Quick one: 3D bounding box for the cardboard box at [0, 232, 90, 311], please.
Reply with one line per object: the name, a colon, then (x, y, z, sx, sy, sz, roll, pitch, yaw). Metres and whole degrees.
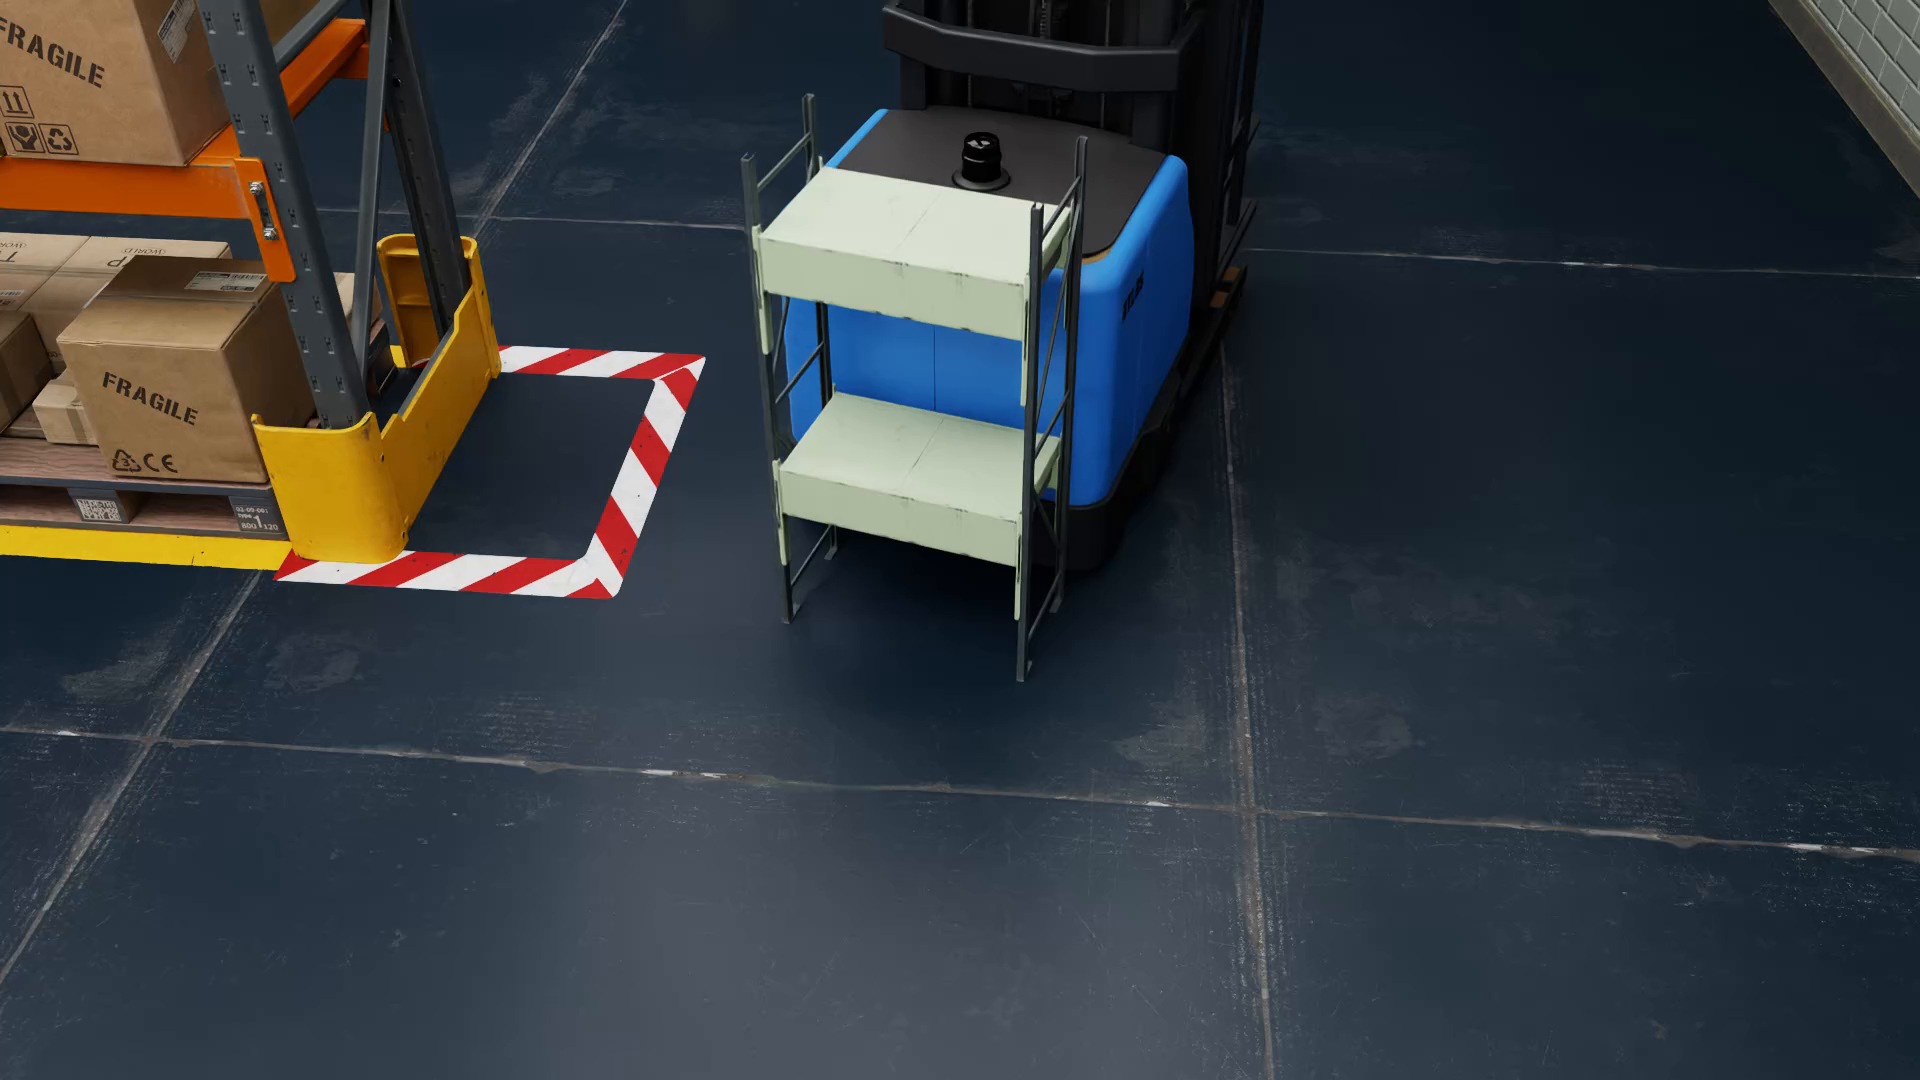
cardboard box: (-3.311, -0.825, 5.717, 0.500, 0.250, 0.500, 3, 39, 4)

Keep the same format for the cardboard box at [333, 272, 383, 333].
cardboard box: (-2.185, -0.762, 5.720, 0.250, 0.149, 0.380, 3, 39, 4)

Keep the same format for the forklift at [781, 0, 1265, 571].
forklift: (0.448, -1.978, 5.358, 1.130, 2.935, 3.031, 13, 41, 16)

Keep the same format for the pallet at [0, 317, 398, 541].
pallet: (-2.667, -0.424, 5.603, 1.213, 0.211, 1.003, 3, 39, 4)

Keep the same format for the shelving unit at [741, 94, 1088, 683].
shelving unit: (-0.106, -0.371, 4.518, 0.755, 1.500, 0.431, 13, 41, 15)

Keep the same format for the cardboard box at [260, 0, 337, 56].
cardboard box: (-2.217, -1.687, 4.867, 0.500, 0.500, 0.500, 4, 39, 5)

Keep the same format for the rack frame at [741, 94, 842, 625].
rack frame: (-0.451, -0.449, 4.614, 0.023, 1.500, 0.400, 13, 41, 15)

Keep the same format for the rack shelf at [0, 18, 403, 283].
rack shelf: (-3.790, -1.288, 5.026, 4.000, 0.370, 1.077, 3, 39, 4)

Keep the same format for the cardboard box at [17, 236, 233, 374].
cardboard box: (-2.813, -0.798, 5.684, 0.500, 0.250, 0.500, 3, 39, 4)

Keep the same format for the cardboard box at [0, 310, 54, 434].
cardboard box: (-3.304, -0.508, 5.327, 0.500, 0.250, 0.500, 3, 39, 4)

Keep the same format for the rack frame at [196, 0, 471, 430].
rack frame: (-1.797, -1.458, 4.665, 0.127, 3.000, 1.000, 3, 39, 4)

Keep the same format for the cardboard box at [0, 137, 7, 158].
cardboard box: (-2.784, -1.376, 4.486, 0.500, 0.500, 0.500, 3, 39, 4)

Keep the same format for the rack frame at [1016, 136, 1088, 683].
rack frame: (0.239, -0.294, 4.423, 0.023, 1.500, 0.400, 13, 41, 15)

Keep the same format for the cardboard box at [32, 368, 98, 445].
cardboard box: (-2.756, -0.483, 5.364, 0.250, 0.166, 0.380, 3, 39, 4)

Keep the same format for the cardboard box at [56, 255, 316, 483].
cardboard box: (-2.360, -0.534, 5.162, 0.500, 0.500, 0.500, 3, 39, 4)

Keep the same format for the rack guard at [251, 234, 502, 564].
rack guard: (-1.873, -0.493, 5.460, 0.348, 0.500, 1.175, 3, 39, 4)

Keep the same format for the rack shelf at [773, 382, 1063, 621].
rack shelf: (-0.106, -0.119, 4.724, 0.720, 0.370, 0.431, 13, 41, 15)

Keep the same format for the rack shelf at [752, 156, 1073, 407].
rack shelf: (-0.106, -0.674, 4.272, 0.720, 0.370, 0.431, 13, 41, 15)

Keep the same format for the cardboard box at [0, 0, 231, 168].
cardboard box: (-2.267, -1.350, 4.454, 0.500, 0.500, 0.500, 4, 39, 5)
